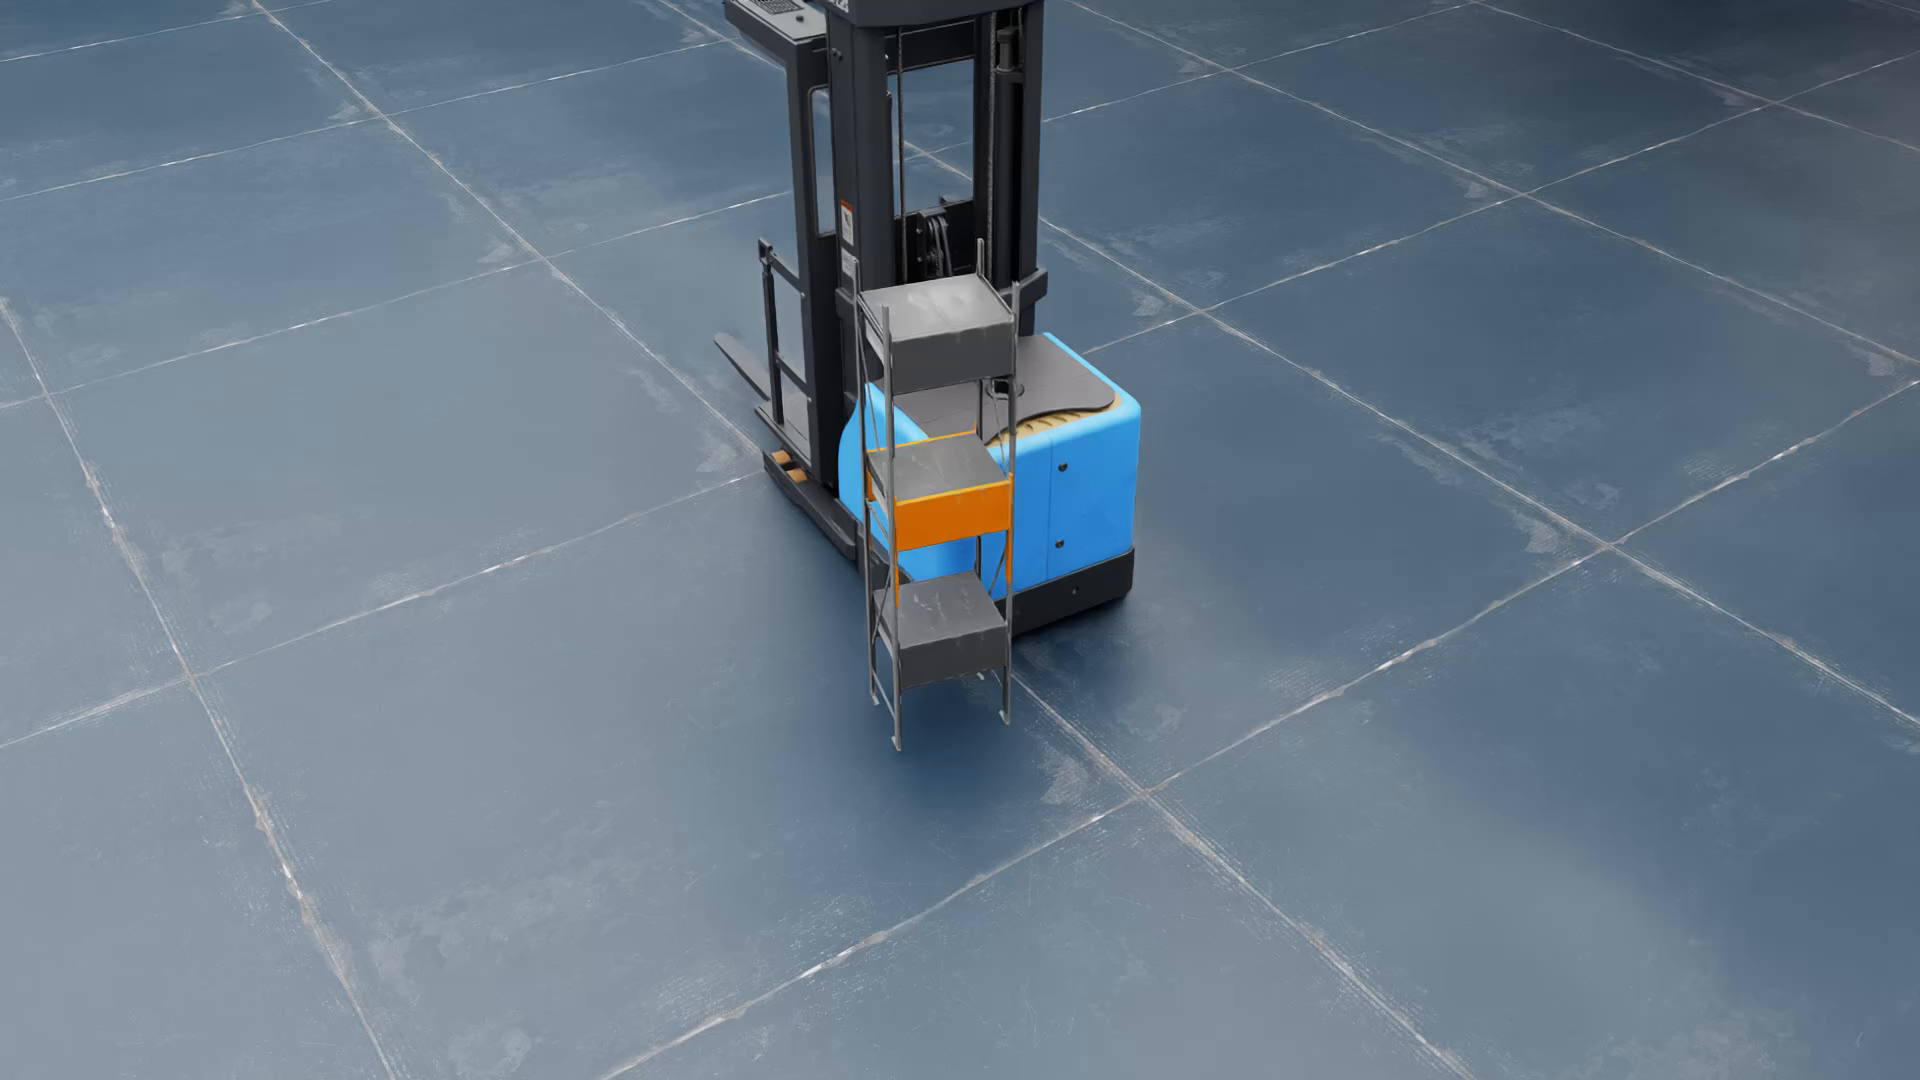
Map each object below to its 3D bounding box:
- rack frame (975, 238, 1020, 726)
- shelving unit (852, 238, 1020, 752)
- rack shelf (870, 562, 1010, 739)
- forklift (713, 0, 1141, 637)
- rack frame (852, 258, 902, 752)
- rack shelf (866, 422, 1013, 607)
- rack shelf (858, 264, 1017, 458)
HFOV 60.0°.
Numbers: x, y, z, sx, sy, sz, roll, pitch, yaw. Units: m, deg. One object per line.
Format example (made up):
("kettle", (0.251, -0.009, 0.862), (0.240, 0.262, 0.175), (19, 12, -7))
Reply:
("rack frame", (0.139, -0.165, 6.681), (0.015, 2.100, 0.400), (-12, 37, -16))
("shelving unit", (-0.091, -0.117, 6.615), (0.503, 2.100, 0.431), (-12, 37, -16))
("rack shelf", (-0.091, 0.462, 7.031), (0.480, 0.518, 0.431), (-12, 37, -16))
("forklift", (-0.364, -1.513, 7.843), (1.130, 2.935, 3.031), (-19, 40, -24))
("rack frame", (-0.321, -0.069, 6.548), (0.015, 2.100, 0.400), (-12, 37, -16))
("rack shelf", (-0.091, -0.106, 6.622), (0.480, 0.518, 0.431), (-12, 37, -16))
("rack shelf", (-0.091, -0.674, 6.214), (0.480, 0.518, 0.431), (-12, 37, -16))
